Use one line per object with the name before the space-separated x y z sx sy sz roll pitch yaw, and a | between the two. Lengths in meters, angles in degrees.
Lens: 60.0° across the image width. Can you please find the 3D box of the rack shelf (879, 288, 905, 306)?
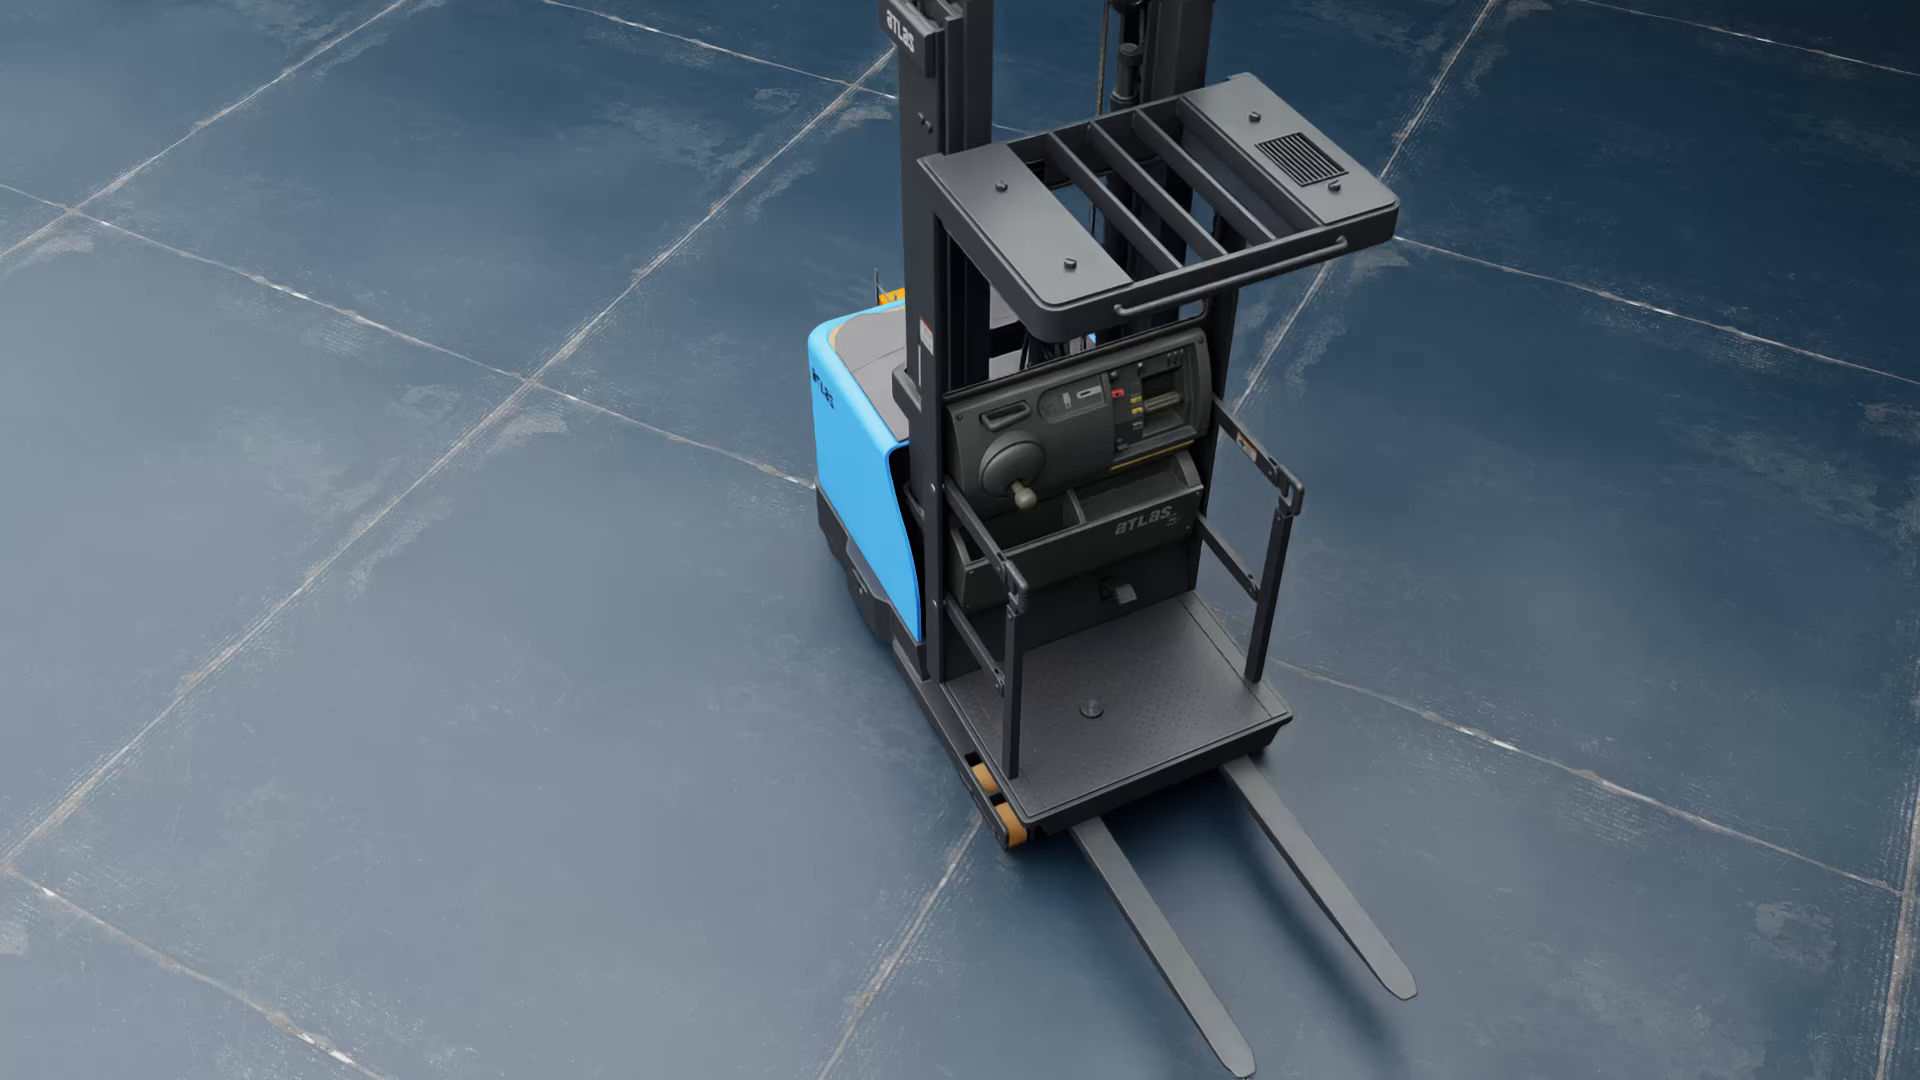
rack shelf | -0.184 -0.883 6.781 0.240 0.259 0.215 -20 49 -18

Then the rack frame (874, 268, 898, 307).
rack frame | -0.293 -0.652 6.936 0.008 1.050 0.200 -20 49 -18

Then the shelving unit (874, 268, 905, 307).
shelving unit | -0.184 -0.691 6.975 0.252 1.050 0.215 -20 49 -18

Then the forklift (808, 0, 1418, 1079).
forklift | 0.500 -0.296 5.262 1.130 2.935 3.031 -19 48 -18
